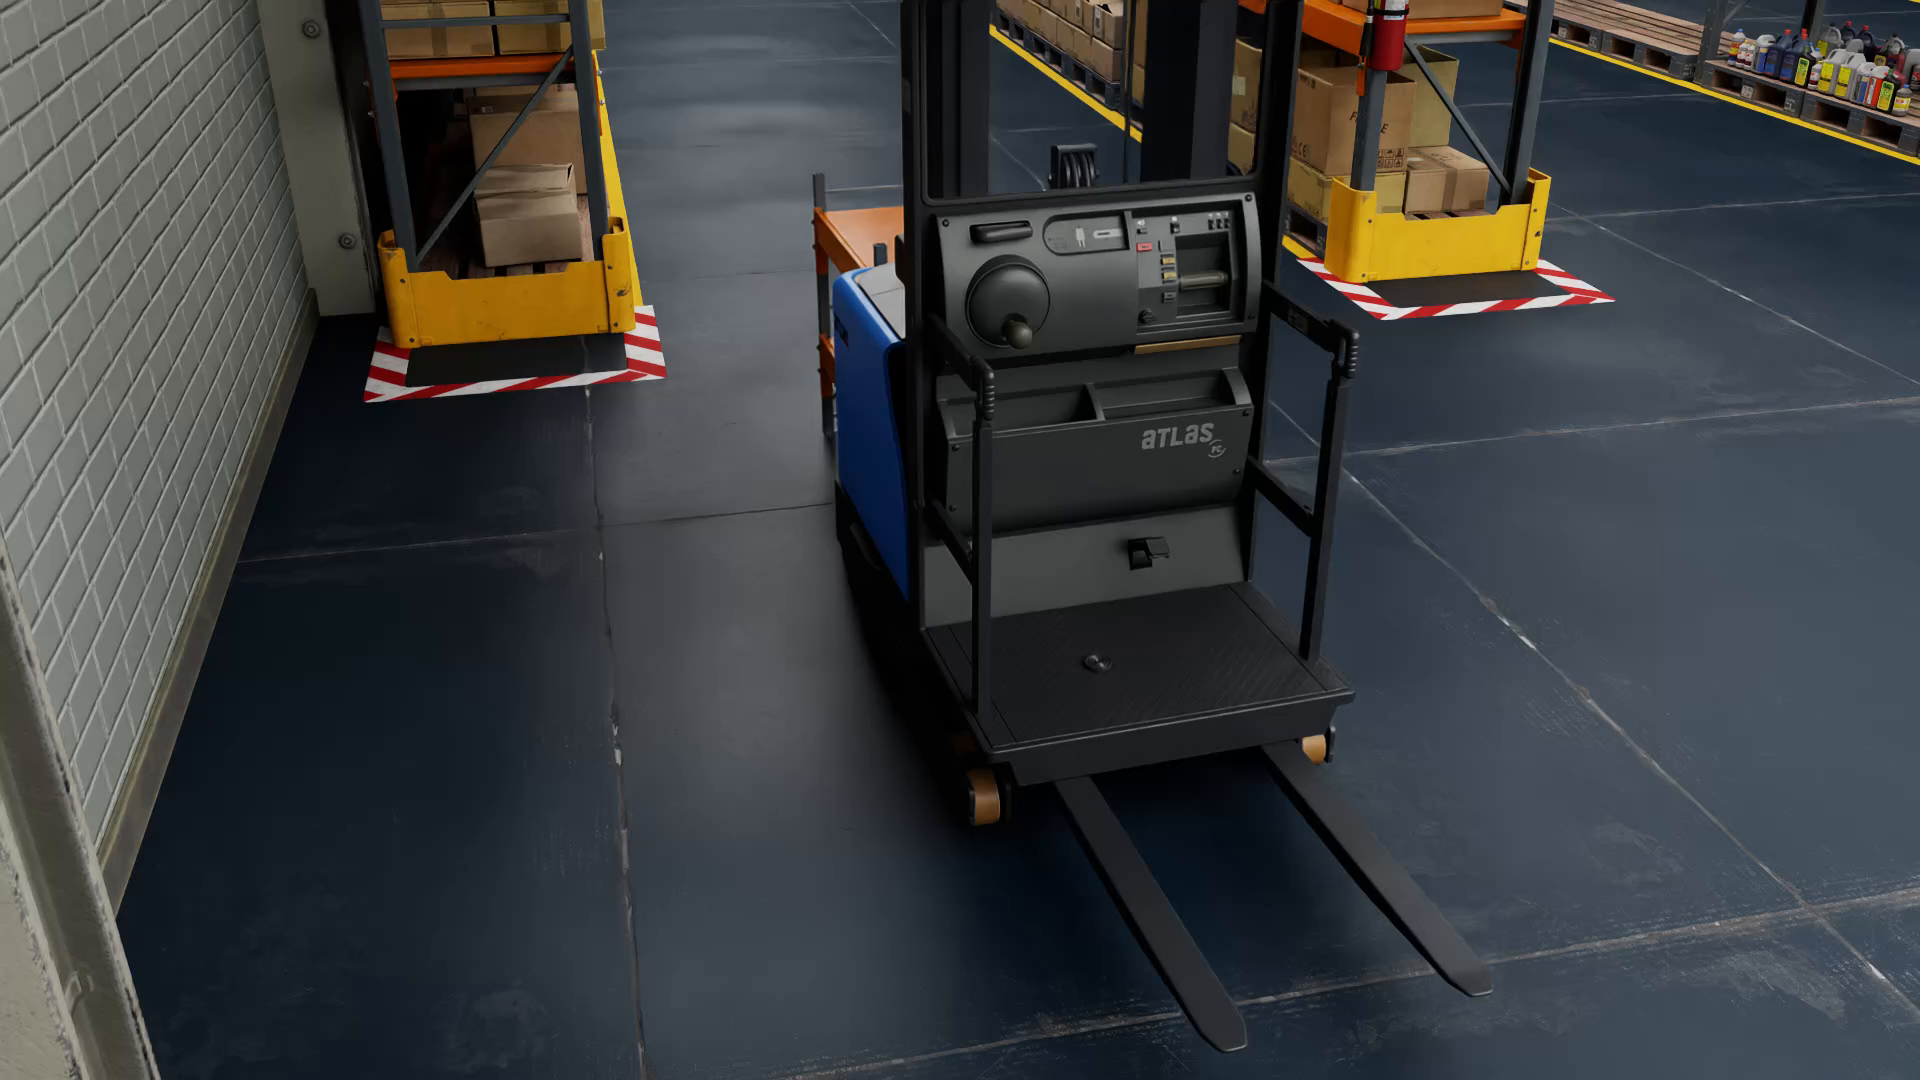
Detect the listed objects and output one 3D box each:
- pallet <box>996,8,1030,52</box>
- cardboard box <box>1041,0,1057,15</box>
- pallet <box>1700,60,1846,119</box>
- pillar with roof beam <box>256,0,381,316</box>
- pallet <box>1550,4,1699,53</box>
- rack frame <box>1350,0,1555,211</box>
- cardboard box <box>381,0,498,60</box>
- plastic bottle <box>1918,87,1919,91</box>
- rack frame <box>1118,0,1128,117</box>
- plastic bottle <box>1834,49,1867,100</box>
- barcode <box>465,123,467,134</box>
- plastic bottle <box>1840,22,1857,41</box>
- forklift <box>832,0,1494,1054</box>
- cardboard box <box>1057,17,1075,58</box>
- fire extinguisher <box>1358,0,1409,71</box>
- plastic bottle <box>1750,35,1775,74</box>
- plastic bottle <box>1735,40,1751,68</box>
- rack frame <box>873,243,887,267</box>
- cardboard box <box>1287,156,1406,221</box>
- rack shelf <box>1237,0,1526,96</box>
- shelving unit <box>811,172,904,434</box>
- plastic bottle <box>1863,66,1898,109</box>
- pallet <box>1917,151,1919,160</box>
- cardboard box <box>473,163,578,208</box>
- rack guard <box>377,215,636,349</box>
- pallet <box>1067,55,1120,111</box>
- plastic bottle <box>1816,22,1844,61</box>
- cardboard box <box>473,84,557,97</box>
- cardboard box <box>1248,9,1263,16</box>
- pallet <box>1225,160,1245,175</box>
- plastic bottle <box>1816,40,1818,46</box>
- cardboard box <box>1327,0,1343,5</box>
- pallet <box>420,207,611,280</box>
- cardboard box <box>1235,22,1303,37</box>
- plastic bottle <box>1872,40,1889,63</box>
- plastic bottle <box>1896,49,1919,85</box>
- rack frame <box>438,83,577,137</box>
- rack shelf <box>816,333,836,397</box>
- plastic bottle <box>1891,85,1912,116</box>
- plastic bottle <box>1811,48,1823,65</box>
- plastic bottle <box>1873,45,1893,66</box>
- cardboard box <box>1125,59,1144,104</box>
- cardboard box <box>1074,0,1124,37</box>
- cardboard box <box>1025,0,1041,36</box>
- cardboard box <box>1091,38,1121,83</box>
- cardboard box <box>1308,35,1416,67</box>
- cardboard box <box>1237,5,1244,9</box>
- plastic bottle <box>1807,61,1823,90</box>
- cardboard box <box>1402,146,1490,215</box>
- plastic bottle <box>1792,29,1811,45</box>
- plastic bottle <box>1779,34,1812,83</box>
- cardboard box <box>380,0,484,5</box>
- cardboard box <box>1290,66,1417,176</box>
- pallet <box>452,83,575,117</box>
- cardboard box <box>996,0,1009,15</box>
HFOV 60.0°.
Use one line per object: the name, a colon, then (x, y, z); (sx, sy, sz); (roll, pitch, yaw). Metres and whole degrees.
pallet: (0.959, -4.773, 15.472); (1.003, 0.211, 1.213); (-6, 27, -12)
cardboard box: (1.000, -4.654, 14.105); (0.500, 0.311, 0.500); (-6, 27, -12)
pallet: (6.651, -3.585, 13.118); (1.003, 0.211, 1.213); (-6, 27, -12)
pillar with roof beam: (0.983, -5.701, 7.559); (9.100, 9.000, 0.400); (-6, 27, -12)
pallet: (6.047, -4.761, 15.449); (1.003, 0.211, 1.213); (-6, 27, -12)
rack frame: (2.615, -2.871, 8.610); (1.000, 3.000, 0.127); (-6, 27, -12)
cardboard box: (-2.505, -2.494, 8.007); (0.500, 0.250, 0.500); (-6, 27, -11)
plastic bottle: (7.191, -3.462, 12.320); (0.097, 0.271, 0.097); (0, 27, 0)
rack frame: (1.713, -4.627, 12.089); (1.000, 3.000, 0.127); (-6, 27, -12)
plastic bottle: (6.498, -3.395, 12.099); (0.144, 0.351, 0.185); (-5, 27, -9)
barcode: (-3.213, -2.674, 10.816); (0.001, 0.075, 0.075); (-6, 27, -12)
plastic bottle: (6.966, -3.889, 13.078); (0.144, 0.351, 0.185); (-7, 28, -13)
forklift: (0.454, -0.705, 4.394); (1.130, 2.935, 3.031); (-8, 28, -15)
cardboard box: (1.110, -4.187, 13.801); (0.500, 0.250, 0.500); (-5, 27, -10)
fire extinguisher: (2.189, -2.738, 8.431); (0.296, 0.674, 0.183); (-6, 27, -12)
plastic bottle: (6.284, -3.786, 12.956); (0.152, 0.276, 0.135); (-5, 27, -10)
plastic bottle: (6.208, -3.847, 13.160); (0.097, 0.201, 0.097); (0, 27, 0)
rack frame: (-0.059, -0.556, 6.104); (0.500, 1.125, 0.032); (-8, 28, -15)
cardboard box: (2.206, -2.037, 9.542); (0.500, 0.250, 0.500); (-6, 27, -12)
rack shelf: (2.164, -3.428, 10.511); (1.077, 0.370, 4.000); (-6, 27, -12)
shelving unit: (-0.203, -0.776, 6.539); (0.538, 1.125, 1.048); (-8, 28, -15)
plastic bottle: (6.571, -3.228, 11.851); (0.152, 0.276, 0.135); (-6, 27, -11)
pallet: (7.201, -2.514, 10.996); (1.003, 0.211, 1.213); (-6, 27, -12)
cardboard box: (-2.407, -1.926, 9.232); (0.500, 0.311, 0.500); (-4, 27, -7)
rack guard: (-2.228, -1.284, 8.239); (1.175, 0.500, 0.348); (-6, 27, -12)
pallet: (1.509, -3.702, 13.350); (1.003, 0.211, 1.213); (-6, 27, -12)
plastic bottle: (6.826, -3.874, 13.049); (0.144, 0.351, 0.185); (-6, 27, -12)
cardboard box: (-2.839, -2.752, 10.658); (0.500, 0.500, 0.500); (-8, 28, -15)
cardboard box: (2.249, -3.301, 11.214); (0.500, 0.500, 0.500); (-6, 27, -12)
pallet: (2.130, -2.492, 10.954); (1.003, 0.211, 1.213); (-6, 27, -12)
plastic bottle: (6.926, -3.948, 13.361); (0.097, 0.201, 0.097); (0, 27, 0)
cardboard box: (2.399, -3.352, 9.452); (0.700, 0.500, 0.500); (-5, 27, -10)
pallet: (-2.376, -1.515, 9.018); (1.003, 0.211, 1.213); (-6, 27, -12)
cardboard box: (1.853, -3.028, 10.674); (0.500, 0.500, 0.500); (-6, 27, -12)
plastic bottle: (7.087, -3.707, 12.793); (0.061, 0.283, 0.133); (-4, 27, -8)
plastic bottle: (7.115, -3.558, 12.504); (0.152, 0.276, 0.135); (-5, 27, -11)
rack frame: (-3.112, -4.123, 11.089); (1.000, 3.000, 0.127); (-6, 27, -12)
rack shelf: (-0.203, -0.558, 6.649); (0.538, 0.278, 1.000); (-8, 28, -15)
plastic bottle: (6.601, -3.082, 11.644); (0.097, 0.201, 0.097); (0, 27, 0)
plastic bottle: (6.430, -3.567, 12.528); (0.097, 0.271, 0.097); (0, 27, 0)
plastic bottle: (6.988, -3.611, 12.602); (0.061, 0.283, 0.133); (-6, 27, -12)
cardboard box: (1.523, -3.353, 12.149); (0.500, 0.250, 0.500); (-6, 27, -12)
cardboard box: (1.219, -4.214, 13.233); (0.500, 0.311, 0.500); (-5, 27, -10)
cardboard box: (0.881, -4.635, 14.690); (0.500, 0.250, 0.500); (-7, 28, -13)
cardboard box: (1.338, -3.740, 12.916); (0.500, 0.250, 0.500); (-6, 27, -12)
cardboard box: (2.471, -2.862, 10.344); (0.500, 0.500, 0.500); (-6, 27, -12)
cardboard box: (1.633, -3.468, 11.545); (0.500, 0.500, 0.500); (-6, 27, -12)
plastic bottle: (6.401, -3.470, 12.413); (0.097, 0.201, 0.097); (0, 27, 0)
cardboard box: (2.711, -2.089, 9.646); (0.500, 0.250, 0.500); (-6, 27, -12)
plastic bottle: (6.458, -3.761, 12.823); (0.144, 0.351, 0.185); (-6, 27, -12)
plastic bottle: (6.360, -3.663, 12.630); (0.144, 0.351, 0.185); (-7, 28, -14)
cardboard box: (-2.524, -2.829, 7.837); (0.500, 0.500, 0.500); (-6, 27, -12)
cardboard box: (2.204, -2.371, 9.372); (0.500, 0.500, 0.500); (-6, 27, -12)
pallet: (-3.289, -3.219, 12.394); (1.003, 0.211, 1.213); (-6, 27, -12)
cardboard box: (0.644, -5.083, 15.578); (0.500, 0.250, 0.500); (-6, 27, -12)
